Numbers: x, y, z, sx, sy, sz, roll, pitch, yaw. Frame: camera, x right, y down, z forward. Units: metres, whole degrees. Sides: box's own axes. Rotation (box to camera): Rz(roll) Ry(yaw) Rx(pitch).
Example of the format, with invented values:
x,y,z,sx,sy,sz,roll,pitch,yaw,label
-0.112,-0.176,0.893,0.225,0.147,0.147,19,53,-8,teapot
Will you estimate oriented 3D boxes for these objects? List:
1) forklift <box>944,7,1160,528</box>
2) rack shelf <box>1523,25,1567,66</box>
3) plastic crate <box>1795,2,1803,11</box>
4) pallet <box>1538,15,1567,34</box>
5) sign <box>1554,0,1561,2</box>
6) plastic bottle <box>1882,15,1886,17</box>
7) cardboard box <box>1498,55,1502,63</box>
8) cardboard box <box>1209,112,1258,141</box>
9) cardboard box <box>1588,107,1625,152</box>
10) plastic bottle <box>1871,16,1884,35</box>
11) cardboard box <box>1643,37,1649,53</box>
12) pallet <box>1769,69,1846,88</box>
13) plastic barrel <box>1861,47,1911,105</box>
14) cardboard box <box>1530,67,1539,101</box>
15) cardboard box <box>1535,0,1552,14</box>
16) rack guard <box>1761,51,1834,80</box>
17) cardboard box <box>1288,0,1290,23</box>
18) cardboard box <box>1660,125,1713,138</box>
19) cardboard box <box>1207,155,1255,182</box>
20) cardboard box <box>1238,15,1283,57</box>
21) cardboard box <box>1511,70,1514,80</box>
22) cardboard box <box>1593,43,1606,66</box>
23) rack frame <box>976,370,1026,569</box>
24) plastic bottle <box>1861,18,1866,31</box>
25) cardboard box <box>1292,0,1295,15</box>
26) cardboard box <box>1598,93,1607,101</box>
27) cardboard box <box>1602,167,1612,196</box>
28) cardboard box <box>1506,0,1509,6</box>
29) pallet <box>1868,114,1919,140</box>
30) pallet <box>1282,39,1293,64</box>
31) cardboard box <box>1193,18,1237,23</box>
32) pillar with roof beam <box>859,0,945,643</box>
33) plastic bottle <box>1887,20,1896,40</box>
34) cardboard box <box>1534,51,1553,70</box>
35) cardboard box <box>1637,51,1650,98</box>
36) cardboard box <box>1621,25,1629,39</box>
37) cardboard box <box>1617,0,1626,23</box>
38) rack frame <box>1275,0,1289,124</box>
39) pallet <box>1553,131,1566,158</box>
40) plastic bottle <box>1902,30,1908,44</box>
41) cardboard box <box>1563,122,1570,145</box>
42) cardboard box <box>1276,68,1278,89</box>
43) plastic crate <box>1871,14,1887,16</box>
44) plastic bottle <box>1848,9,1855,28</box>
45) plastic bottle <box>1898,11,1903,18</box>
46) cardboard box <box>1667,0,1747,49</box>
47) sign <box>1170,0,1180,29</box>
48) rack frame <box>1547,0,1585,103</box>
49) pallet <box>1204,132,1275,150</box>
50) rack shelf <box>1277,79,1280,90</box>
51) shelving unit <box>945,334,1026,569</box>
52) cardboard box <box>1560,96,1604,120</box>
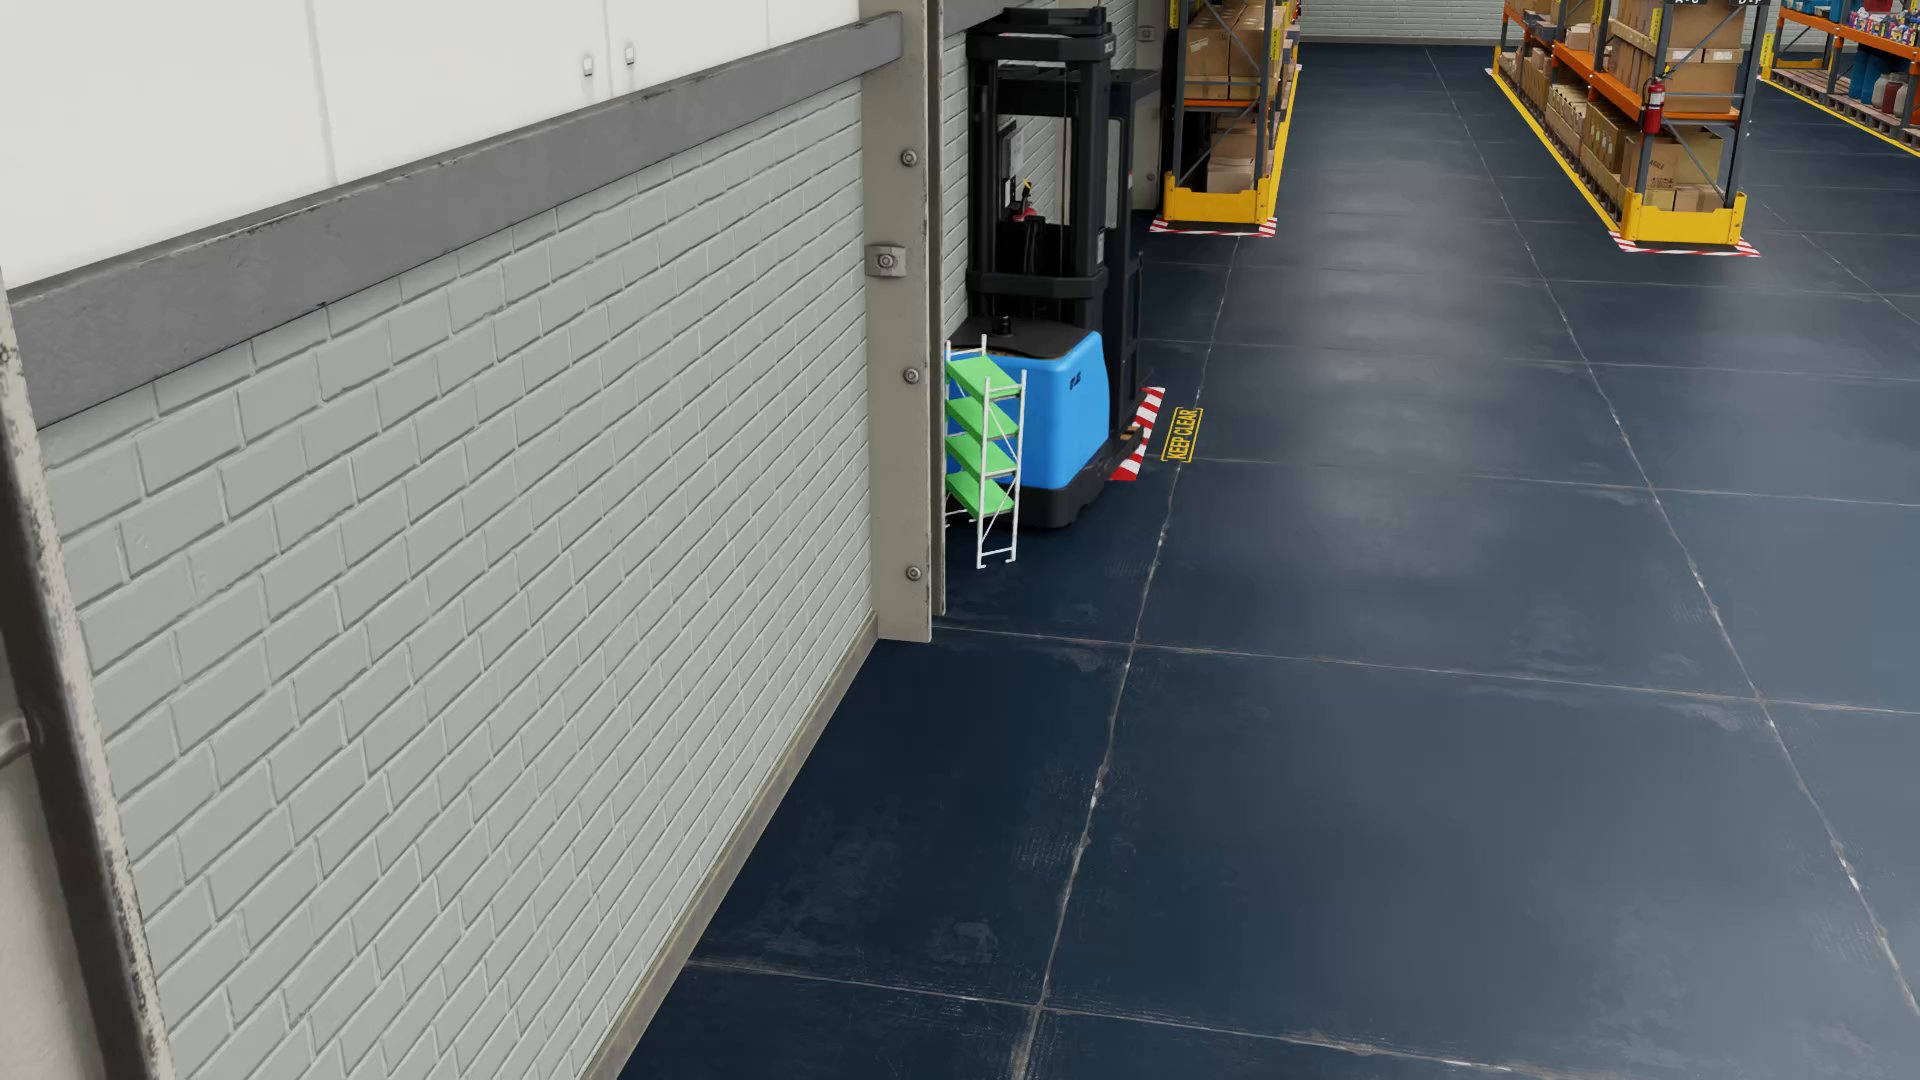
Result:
x,y,z,sx,sy,sz,roll,pitch,yaw,label
0.622,-1.951,10.775,1.130,2.935,3.031,8,23,18,forklift
9.774,-7.962,26.570,1.077,0.370,4.000,4,22,11,rack shelf
15.189,-9.592,29.928,0.250,0.136,0.298,4,22,11,plastic crate
9.759,-8.187,26.422,1.003,0.211,1.213,4,22,11,pallet
8.833,-8.102,24.512,0.100,0.325,0.005,4,22,11,sign
14.523,-8.100,26.116,0.152,0.276,0.135,4,22,11,plastic bottle
10.577,-9.244,32.019,0.380,0.149,0.250,4,22,11,cardboard box
3.834,-5.792,22.978,0.700,0.500,0.500,5,23,13,cardboard box
8.055,-5.039,20.465,0.500,0.500,0.500,4,22,11,cardboard box
14.327,-8.027,25.934,0.152,0.276,0.135,4,22,11,plastic bottle
7.836,-5.517,18.535,0.380,0.149,0.250,5,23,13,cardboard box
15.641,-8.519,30.723,1.003,0.211,1.213,4,22,11,pallet
14.759,-7.413,26.491,0.600,0.901,0.708,4,22,11,plastic barrel
9.534,-7.350,26.846,0.500,0.500,0.500,4,22,9,cardboard box
9.789,-8.855,27.130,0.700,0.500,0.500,8,23,19,cardboard box
15.839,-8.961,31.434,1.175,0.500,0.348,4,22,11,rack guard
4.866,-8.292,25.868,0.500,0.500,0.500,5,22,13,cardboard box
8.251,-4.451,19.006,0.500,0.500,0.500,4,22,11,cardboard box
3.229,-4.426,19.838,0.500,0.311,0.500,6,23,15,cardboard box
3.591,-6.012,19.936,0.500,0.500,0.500,5,23,13,cardboard box
10.039,-8.280,29.625,0.380,0.149,0.250,4,22,11,cardboard box
8.550,-6.374,21.846,0.396,0.266,0.258,4,22,10,cardboard box
0.223,-0.375,9.181,0.240,1.200,0.015,-12,34,-22,rack frame
14.418,-8.206,26.479,0.097,0.201,0.097,0,22,0,plastic bottle
5.459,-9.739,29.620,0.980,0.700,0.700,5,22,12,cardboard box
9.295,-6.158,23.497,0.500,0.311,0.500,4,22,11,cardboard box
7.745,-4.143,19.244,0.500,0.250,0.500,4,22,11,cardboard box
10.650,-10.394,31.512,0.500,0.500,0.500,5,22,12,cardboard box
14.335,-6.183,24.923,1.003,0.211,1.213,4,22,11,pallet
3.998,-6.657,22.624,1.003,0.211,1.213,4,22,11,pallet
2.985,-5.863,19.567,0.500,0.500,0.500,4,22,9,cardboard box
3.945,-3.402,6.256,9.100,9.000,0.400,4,22,11,pillar with roof beam
14.113,-7.729,25.186,0.061,0.283,0.133,4,22,11,plastic bottle
9.539,-7.712,26.740,0.500,0.250,0.500,4,22,10,cardboard box
8.051,-5.228,18.685,0.700,0.500,0.500,5,22,11,cardboard box
8.151,-6.083,19.939,0.380,0.149,0.250,4,22,10,cardboard box
8.466,-6.586,20.322,0.700,0.500,0.500,5,22,11,cardboard box
4.516,-7.940,25.554,1.000,3.000,0.127,4,22,11,rack frame
8.909,-5.528,23.296,1.003,0.211,1.213,4,22,11,pallet
13.988,-7.434,24.563,0.097,0.201,0.097,0,22,0,plastic bottle
8.560,-5.566,22.778,0.500,0.250,0.500,5,22,12,cardboard box
3.496,-5.485,19.632,0.500,0.250,0.500,4,22,10,cardboard box
15.266,-8.713,27.745,0.396,0.136,0.243,4,22,11,plastic crate
14.538,-8.492,27.080,0.061,0.283,0.133,4,22,11,plastic bottle
15.267,-8.422,26.915,0.152,0.276,0.135,4,22,11,plastic bottle
7.852,-5.475,17.563,0.700,0.500,0.500,5,22,11,cardboard box
2.344,-5.748,18.137,0.100,0.325,0.005,4,22,11,sign
9.366,-7.564,24.620,1.000,3.000,0.127,4,22,11,rack frame
3.857,-5.469,23.150,1.003,0.211,1.213,4,22,11,pallet
4.108,-6.875,23.872,1.077,0.370,4.000,4,22,11,rack shelf
0.120,-0.493,9.368,0.258,1.200,0.503,-12,34,-22,shelving unit
8.662,-6.007,23.122,0.500,0.311,0.500,4,22,10,cardboard box
